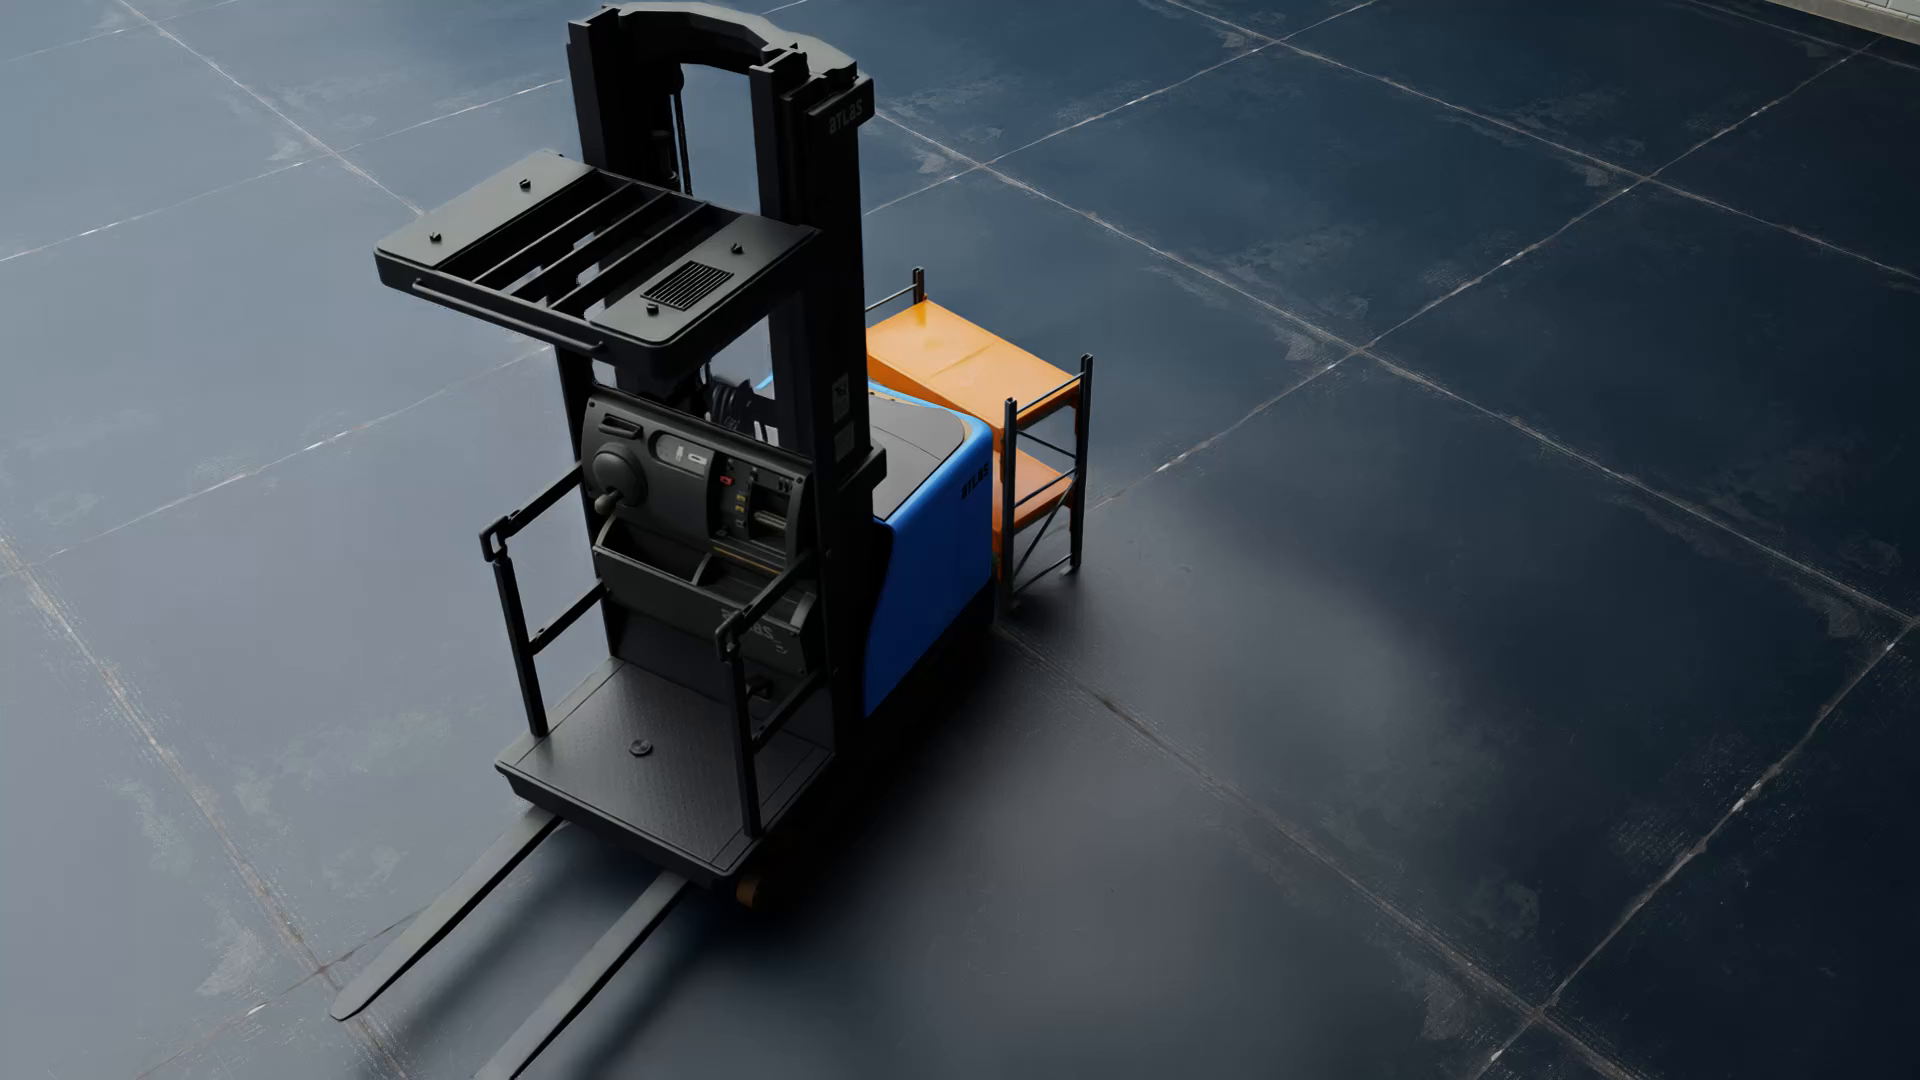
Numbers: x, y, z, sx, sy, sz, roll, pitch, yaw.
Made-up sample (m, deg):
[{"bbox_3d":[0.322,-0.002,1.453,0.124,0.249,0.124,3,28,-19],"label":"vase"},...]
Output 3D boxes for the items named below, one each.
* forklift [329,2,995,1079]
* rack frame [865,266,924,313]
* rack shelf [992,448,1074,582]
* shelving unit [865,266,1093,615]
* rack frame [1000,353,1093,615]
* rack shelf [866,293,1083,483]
[{"bbox_3d":[-1.028,-0.126,5.573,1.130,2.935,3.031,20,43,23],"label":"forklift"},{"bbox_3d":[-0.351,-0.678,7.694,0.500,1.125,0.032,-32,49,-33],"label":"rack frame"},{"bbox_3d":[0.007,-0.261,7.567,0.538,0.278,1.000,-32,49,-33],"label":"rack shelf"},{"bbox_3d":[0.007,-0.451,7.413,0.538,1.125,1.048,-32,49,-33],"label":"shelving unit"},{"bbox_3d":[0.365,-0.224,7.132,0.500,1.125,0.032,-32,49,-33],"label":"rack frame"},{"bbox_3d":[0.007,-0.679,7.229,0.538,0.278,1.000,-32,49,-33],"label":"rack shelf"}]
